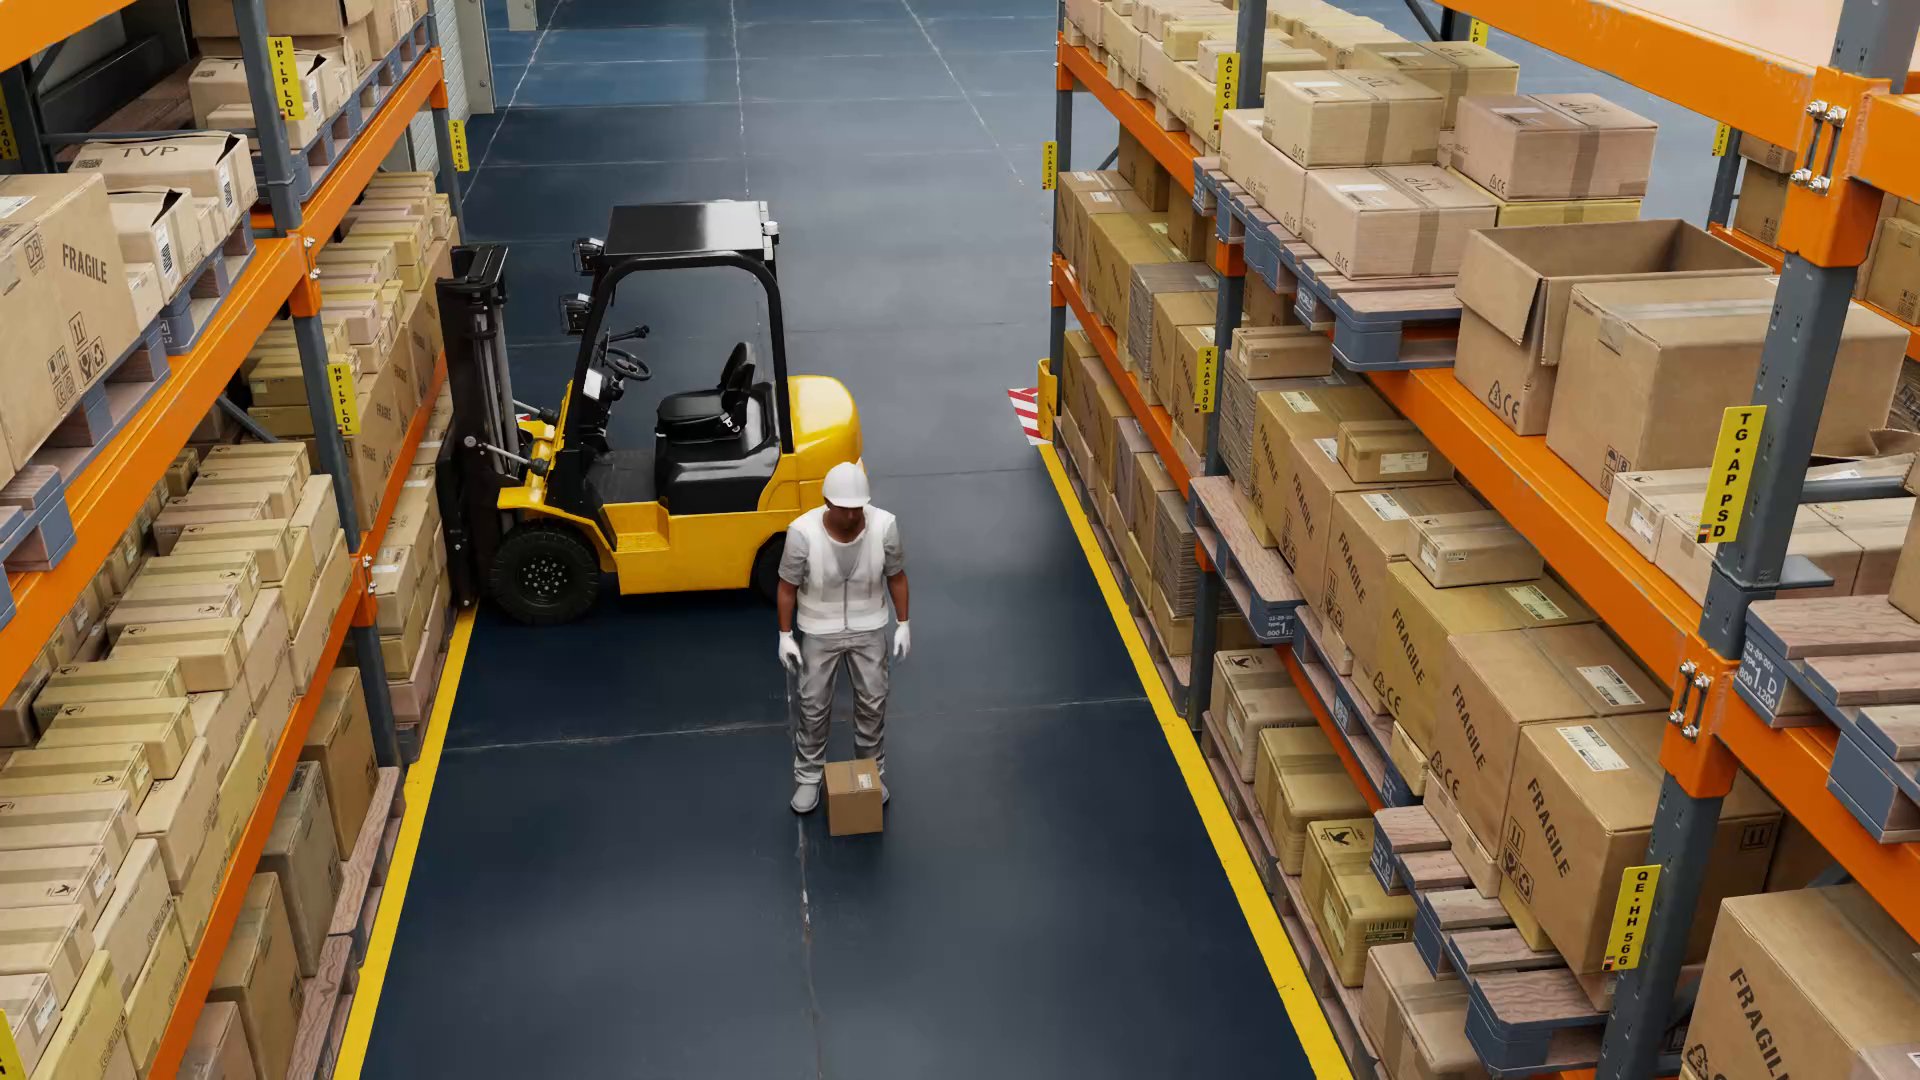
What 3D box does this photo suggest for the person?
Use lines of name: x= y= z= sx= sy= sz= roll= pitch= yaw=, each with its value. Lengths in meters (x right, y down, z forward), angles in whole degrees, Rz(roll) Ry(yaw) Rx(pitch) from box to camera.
person: x=-0.536 y=0.438 z=7.741 sx=0.629 sy=1.775 sz=0.446 roll=-5 pitch=27 yaw=-10
